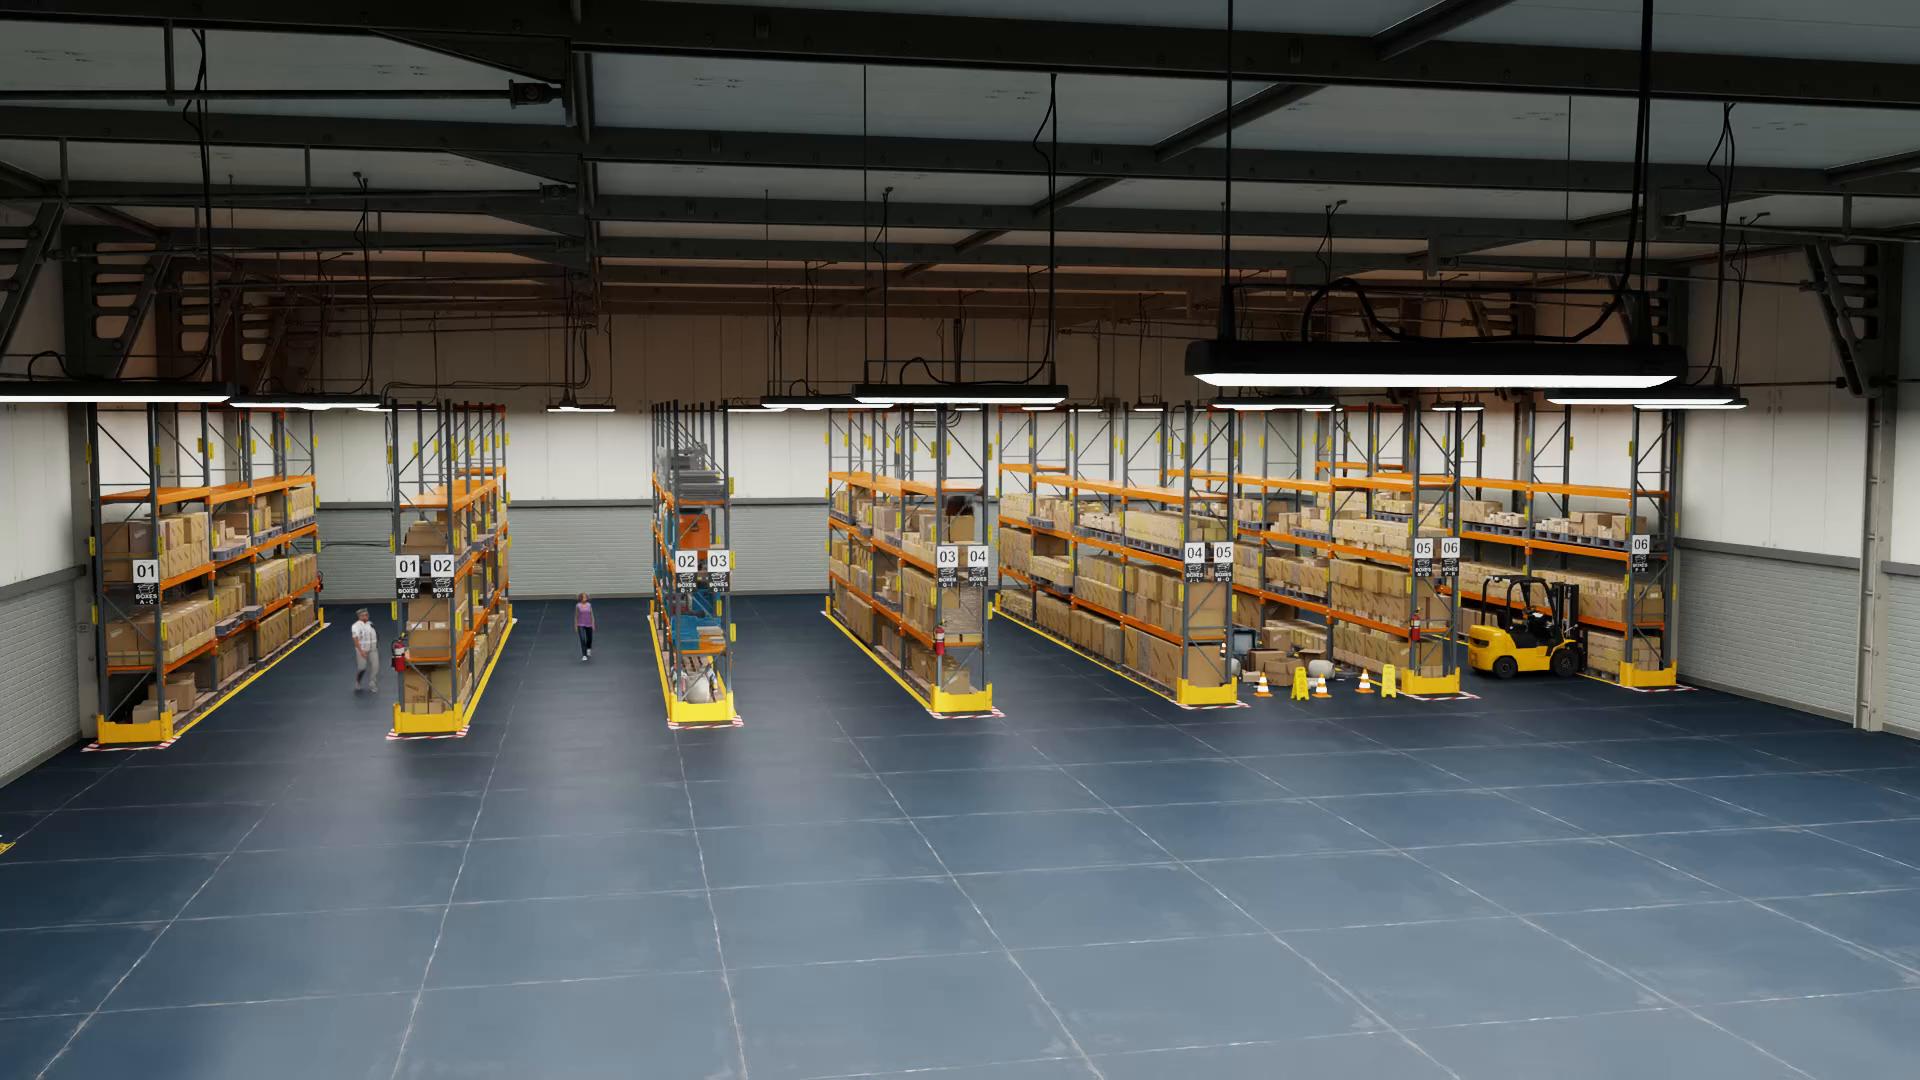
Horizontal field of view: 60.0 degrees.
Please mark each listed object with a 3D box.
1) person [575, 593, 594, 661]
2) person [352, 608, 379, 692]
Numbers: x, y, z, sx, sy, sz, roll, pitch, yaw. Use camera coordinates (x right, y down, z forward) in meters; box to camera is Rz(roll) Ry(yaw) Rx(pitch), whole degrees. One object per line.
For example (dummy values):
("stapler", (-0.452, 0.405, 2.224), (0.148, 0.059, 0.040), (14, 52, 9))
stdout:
("person", (-8.770, 2.005, 38.808), (0.448, 1.558, 0.703), (-1, 5, -17))
("person", (-12.293, 2.284, 34.516), (0.646, 1.751, 0.580), (4, 6, 44))
